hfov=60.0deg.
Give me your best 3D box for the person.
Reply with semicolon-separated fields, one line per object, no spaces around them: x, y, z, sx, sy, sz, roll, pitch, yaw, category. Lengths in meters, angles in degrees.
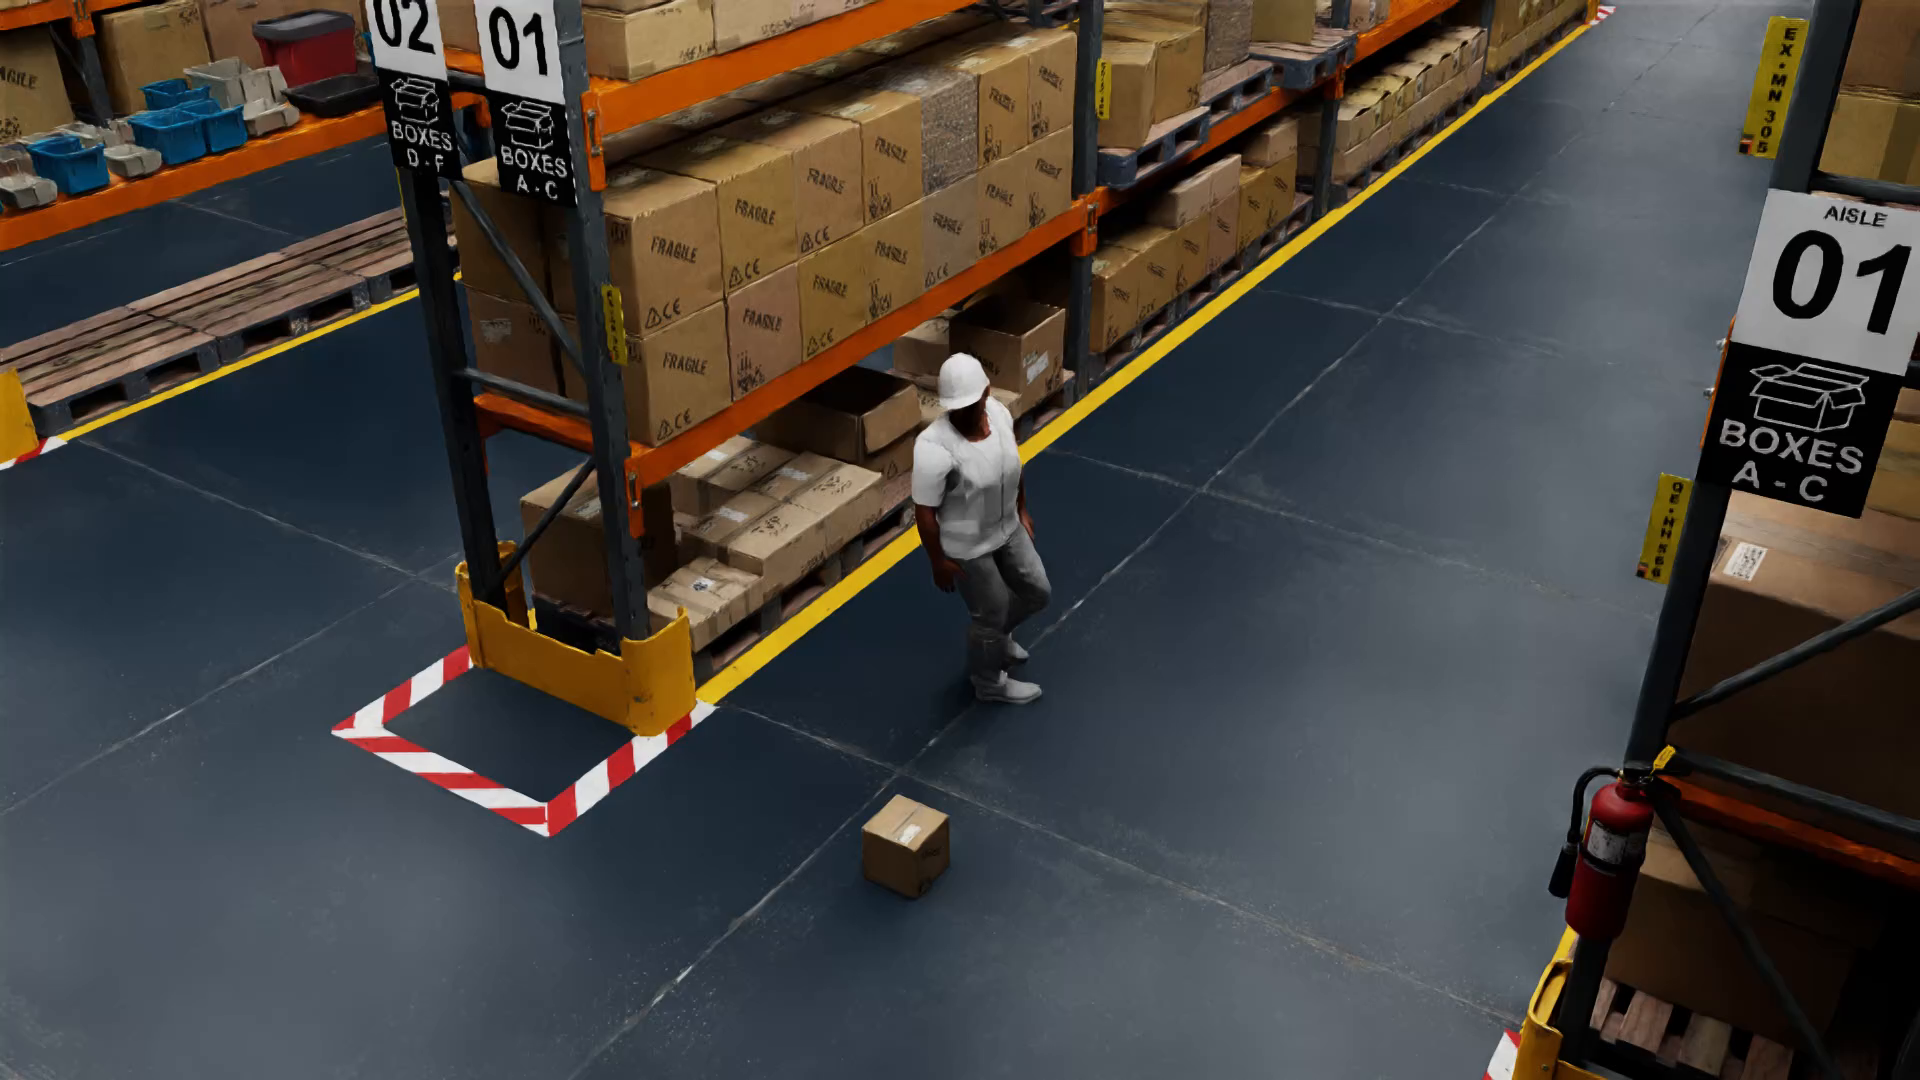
0.124;-0.018;7.152;0.434;1.753;0.700;19;35;29;person
